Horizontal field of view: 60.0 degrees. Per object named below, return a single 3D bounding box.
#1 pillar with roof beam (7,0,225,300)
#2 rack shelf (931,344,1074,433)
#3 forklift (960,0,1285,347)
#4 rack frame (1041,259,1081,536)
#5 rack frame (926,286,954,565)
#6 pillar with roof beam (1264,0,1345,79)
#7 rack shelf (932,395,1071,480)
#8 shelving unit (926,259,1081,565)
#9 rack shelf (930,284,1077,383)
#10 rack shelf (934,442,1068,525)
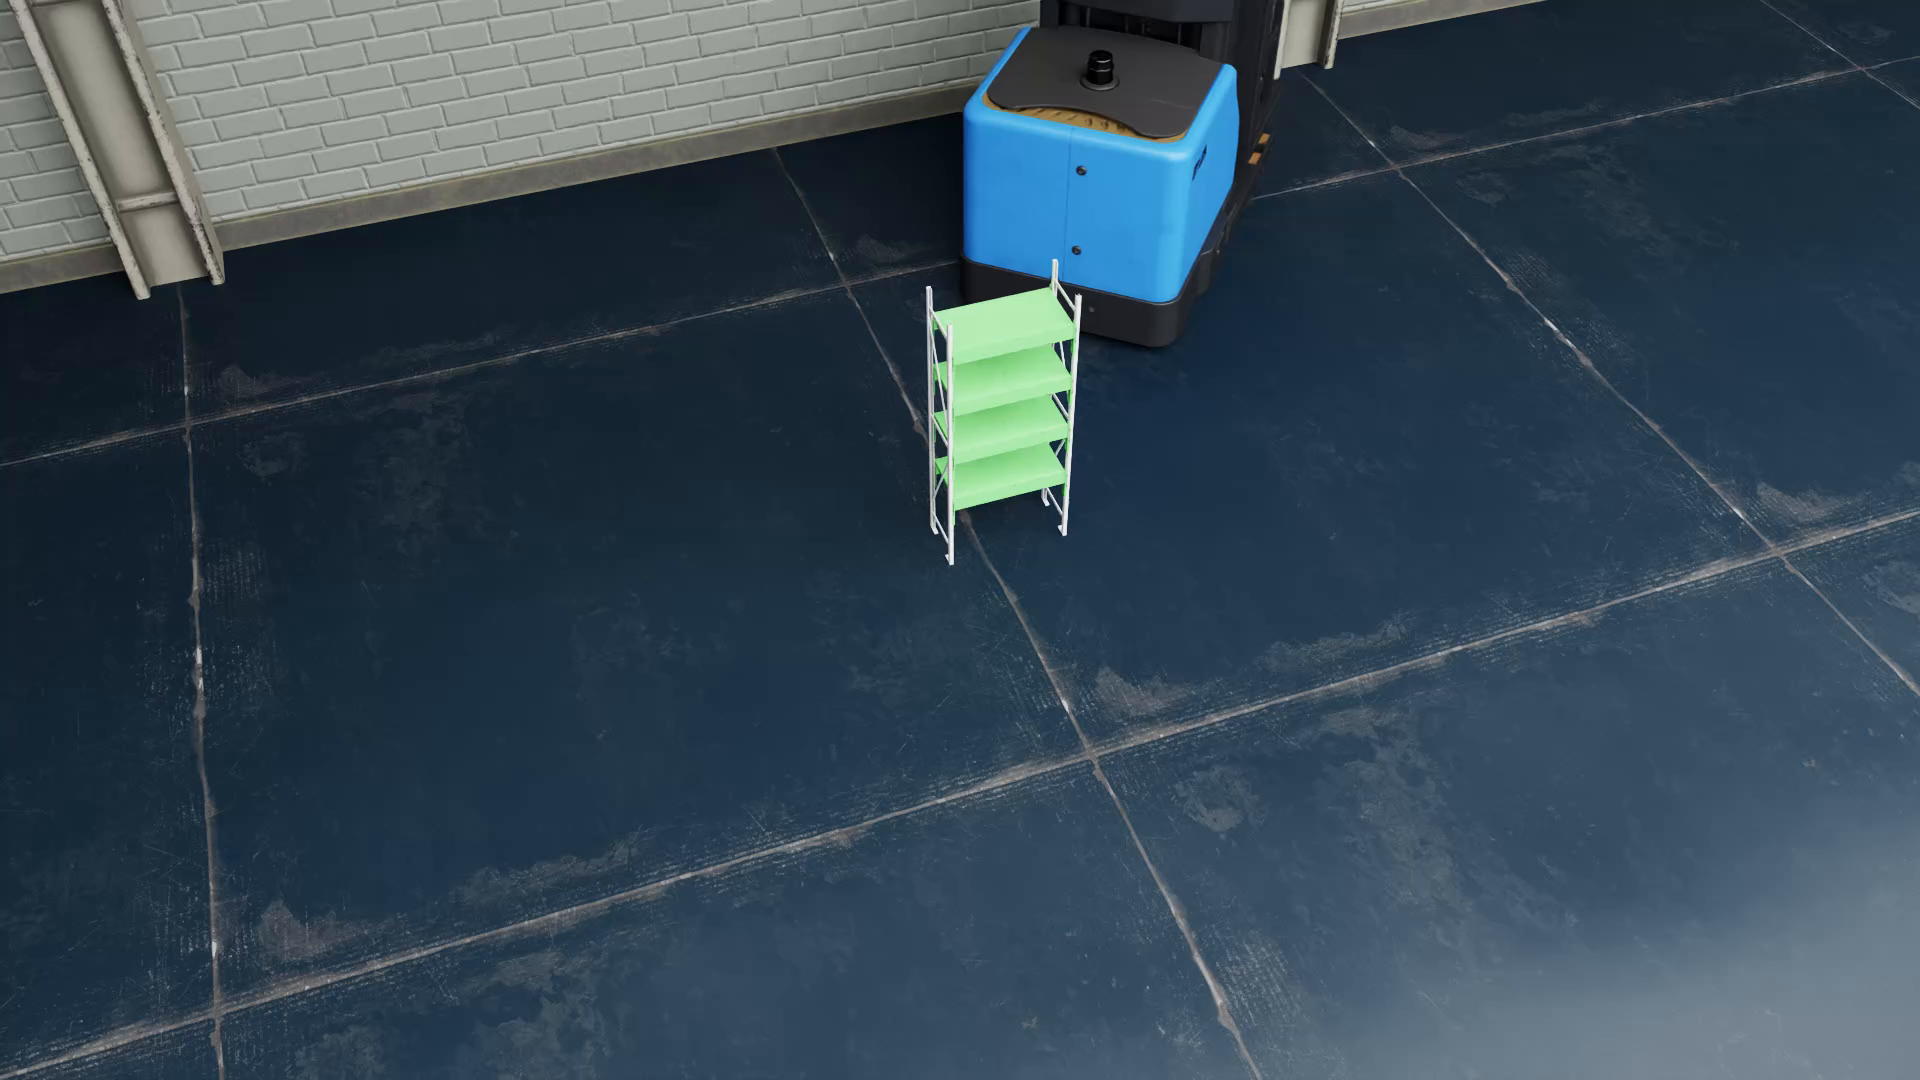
[{"bbox_3d":[-2.305,-1.597,1.989,0.400,9.000,9.100,-14,47,-14],"label":"pillar with roof beam"},{"bbox_3d":[0.156,-0.588,6.240,0.480,0.148,0.258,-14,47,-14],"label":"rack shelf"},{"bbox_3d":[1.003,-2.966,7.637,1.130,2.935,3.031,15,47,15],"label":"forklift"},{"bbox_3d":[0.385,-0.522,6.423,0.015,1.200,0.240,-14,47,-14],"label":"rack frame"},{"bbox_3d":[-0.074,-0.405,6.306,0.015,1.200,0.240,-14,47,-14],"label":"rack frame"},{"bbox_3d":[3.338,-3.040,3.427,0.400,9.000,9.100,-14,47,-14],"label":"pillar with roof beam"},{"bbox_3d":[0.156,-0.418,6.410,0.480,0.148,0.258,-14,47,-14],"label":"rack shelf"},{"bbox_3d":[0.156,-0.463,6.365,0.503,1.200,0.258,-14,47,-14],"label":"shelving unit"},{"bbox_3d":[0.156,-0.757,6.070,0.480,0.148,0.258,-14,47,-14],"label":"rack shelf"},{"bbox_3d":[0.156,-0.249,6.580,0.480,0.148,0.258,-14,47,-14],"label":"rack shelf"}]
